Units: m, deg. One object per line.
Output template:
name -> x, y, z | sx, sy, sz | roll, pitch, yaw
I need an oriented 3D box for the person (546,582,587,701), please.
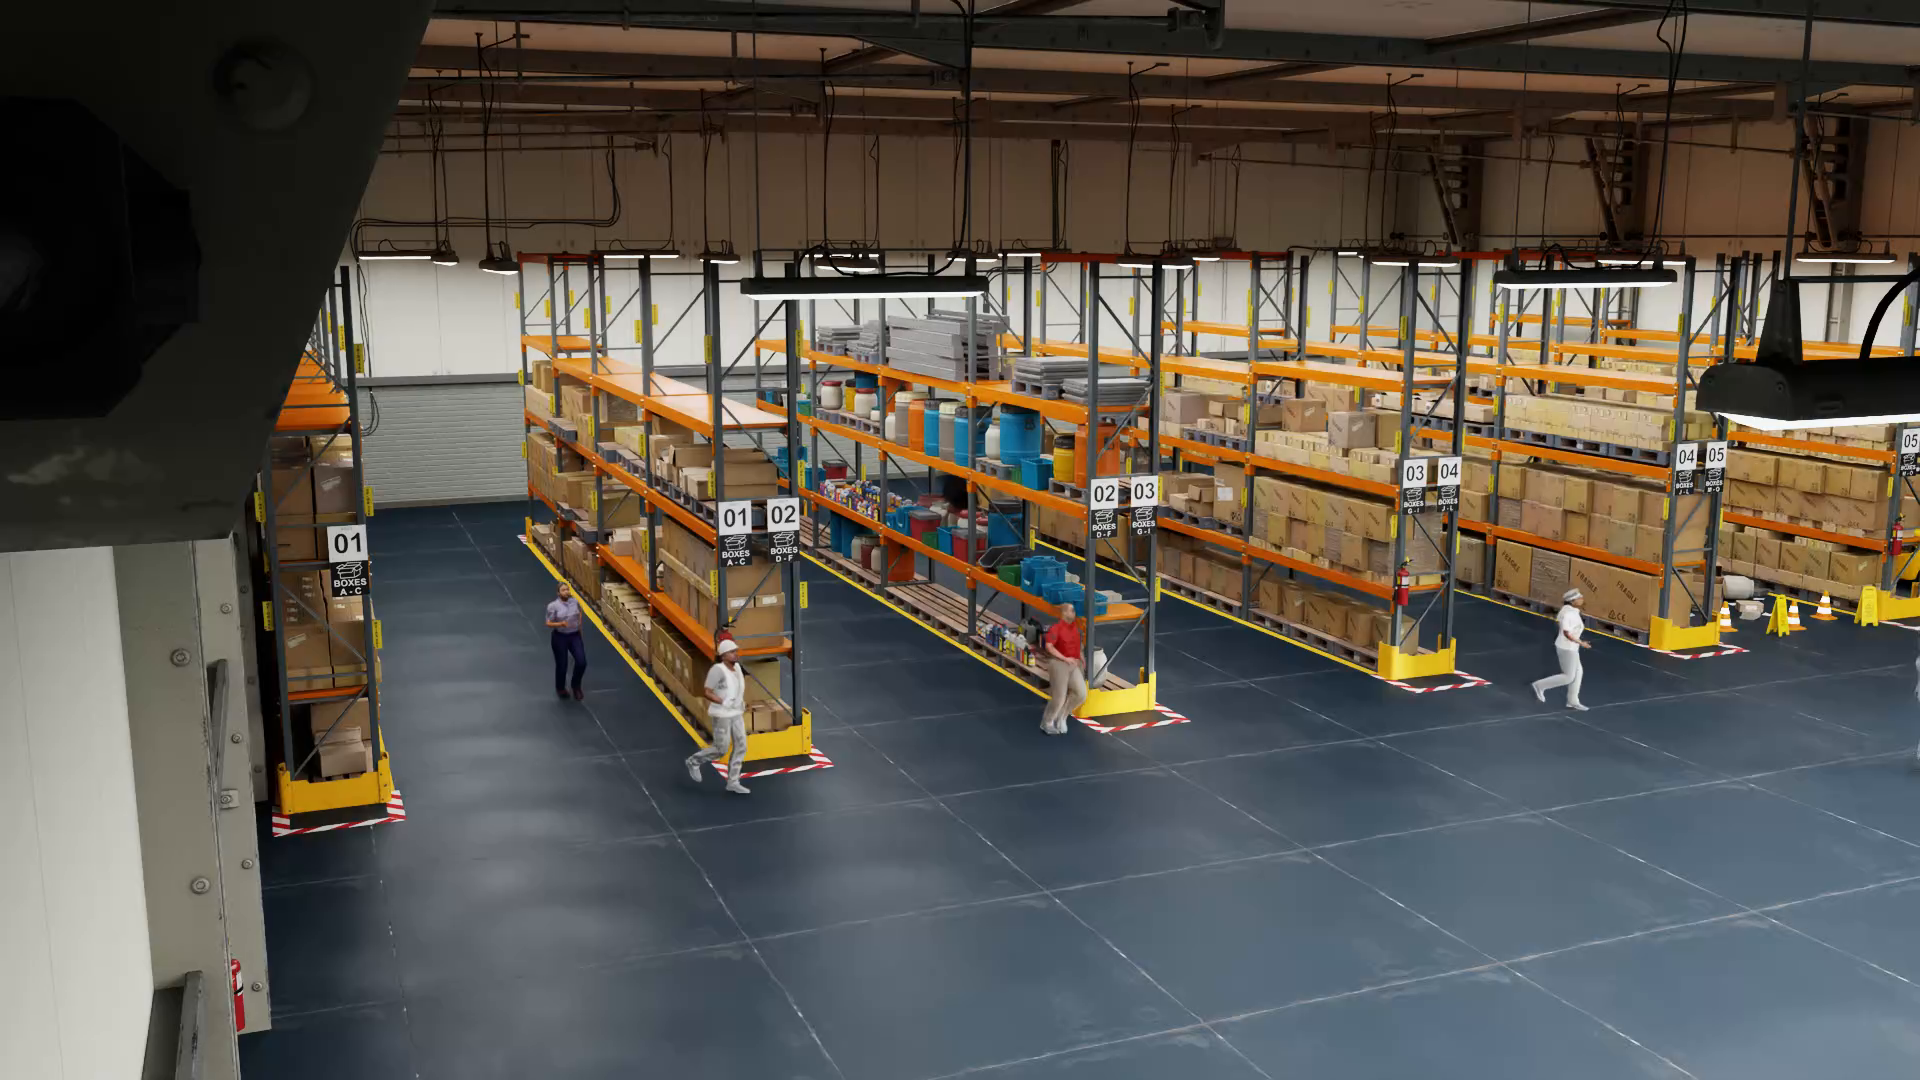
person -> -5.392, 1.405, 22.873 | 0.586, 1.676, 0.661 | -6, 12, -31

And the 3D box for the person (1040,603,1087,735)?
person -> 1.387, 1.653, 21.356 | 0.571, 1.700, 0.736 | 9, 14, 42

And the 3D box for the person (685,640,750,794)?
person -> -2.741, 2.015, 19.210 | 0.809, 1.767, 0.690 | 5, 11, 25

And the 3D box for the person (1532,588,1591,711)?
person -> 8.152, 1.463, 22.477 | 0.756, 1.696, 0.586 | 3, 11, 15
